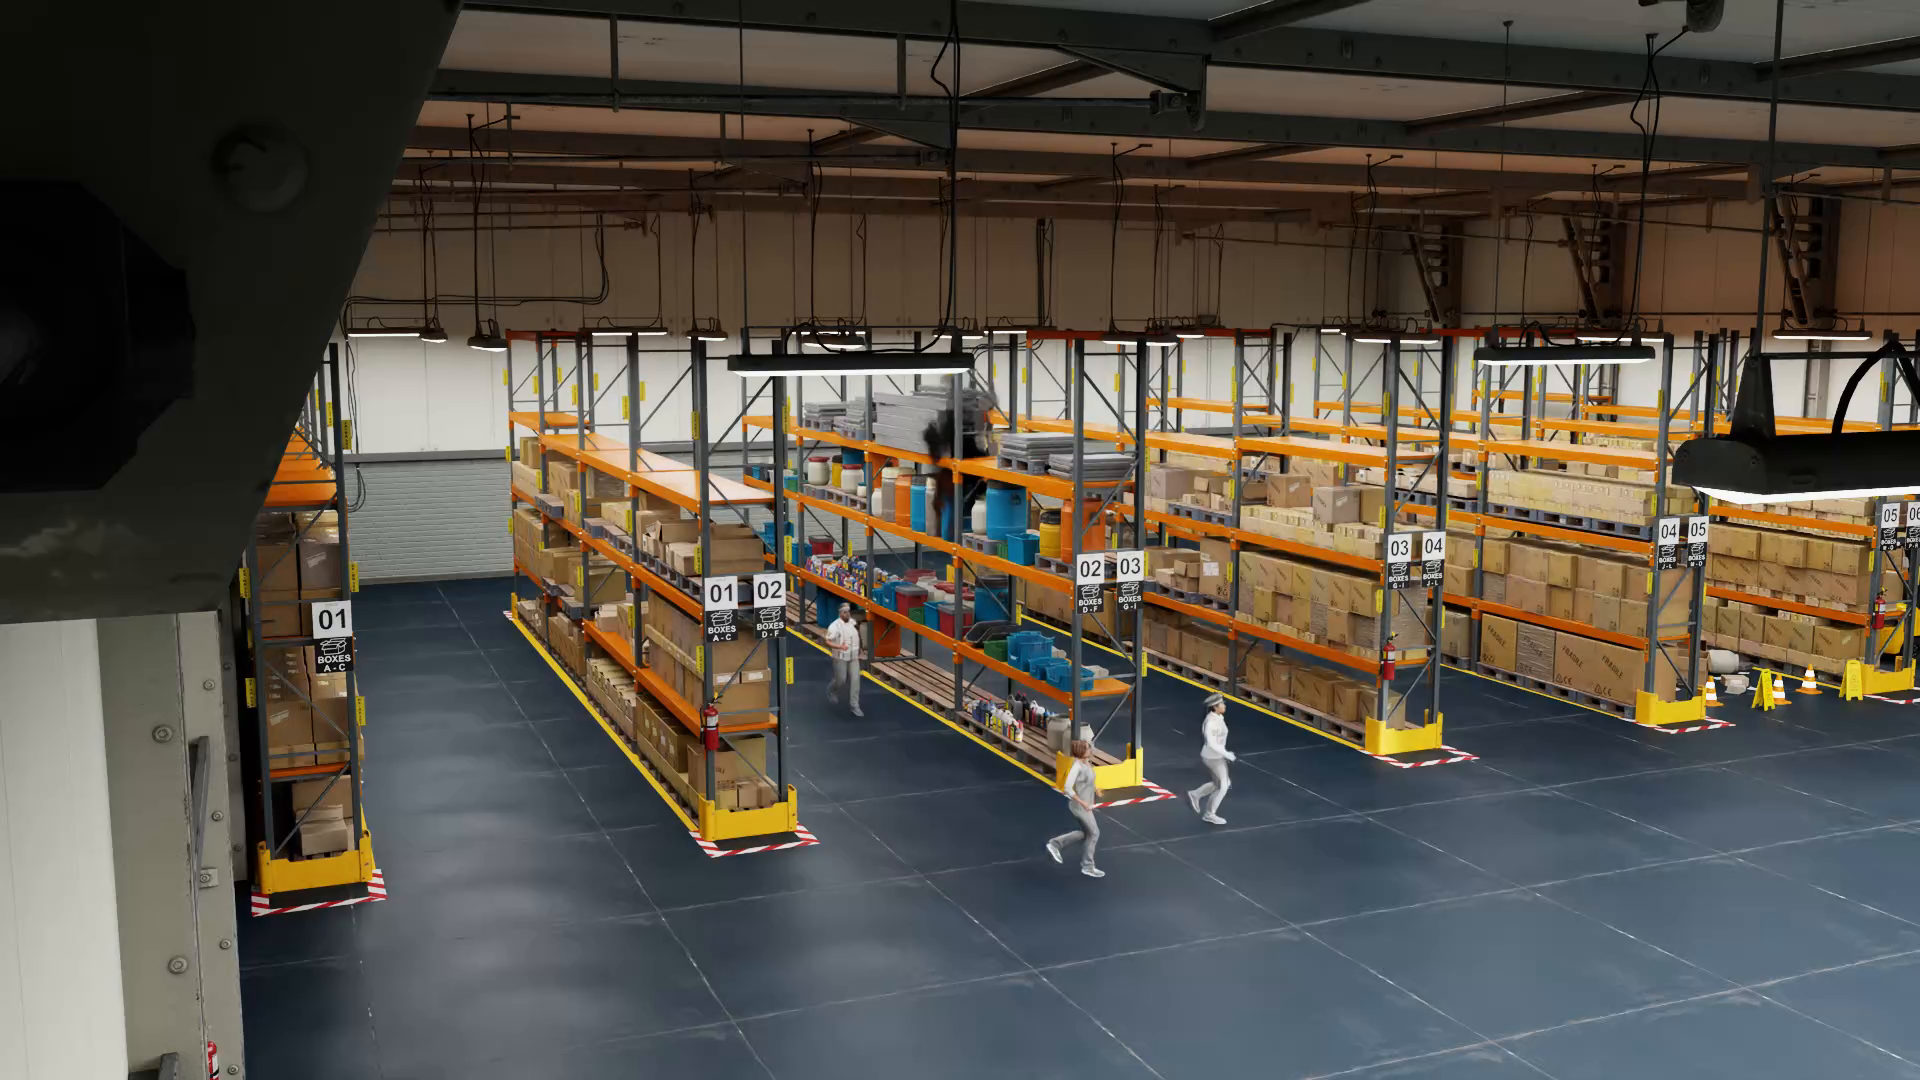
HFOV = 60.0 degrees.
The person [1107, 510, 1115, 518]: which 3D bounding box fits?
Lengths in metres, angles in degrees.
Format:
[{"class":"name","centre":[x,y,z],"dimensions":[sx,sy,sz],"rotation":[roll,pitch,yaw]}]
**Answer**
[{"class":"person","centre":[3.501,0.130,39.183],"dimensions":[0.762,1.731,0.971],"rotation":[0,8,-4]}]

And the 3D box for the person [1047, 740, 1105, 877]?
[{"class":"person","centre":[1.312,3.022,18.791],"dimensions":[0.669,1.582,0.534],"rotation":[1,8,10]}]

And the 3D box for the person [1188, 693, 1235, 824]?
[{"class":"person","centre":[3.146,2.708,20.758],"dimensions":[0.578,1.659,0.657],"rotation":[1,8,9]}]

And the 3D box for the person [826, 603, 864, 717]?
[{"class":"person","centre":[-1.819,1.863,26.426],"dimensions":[0.664,1.779,0.932],"rotation":[-5,9,-32]}]
